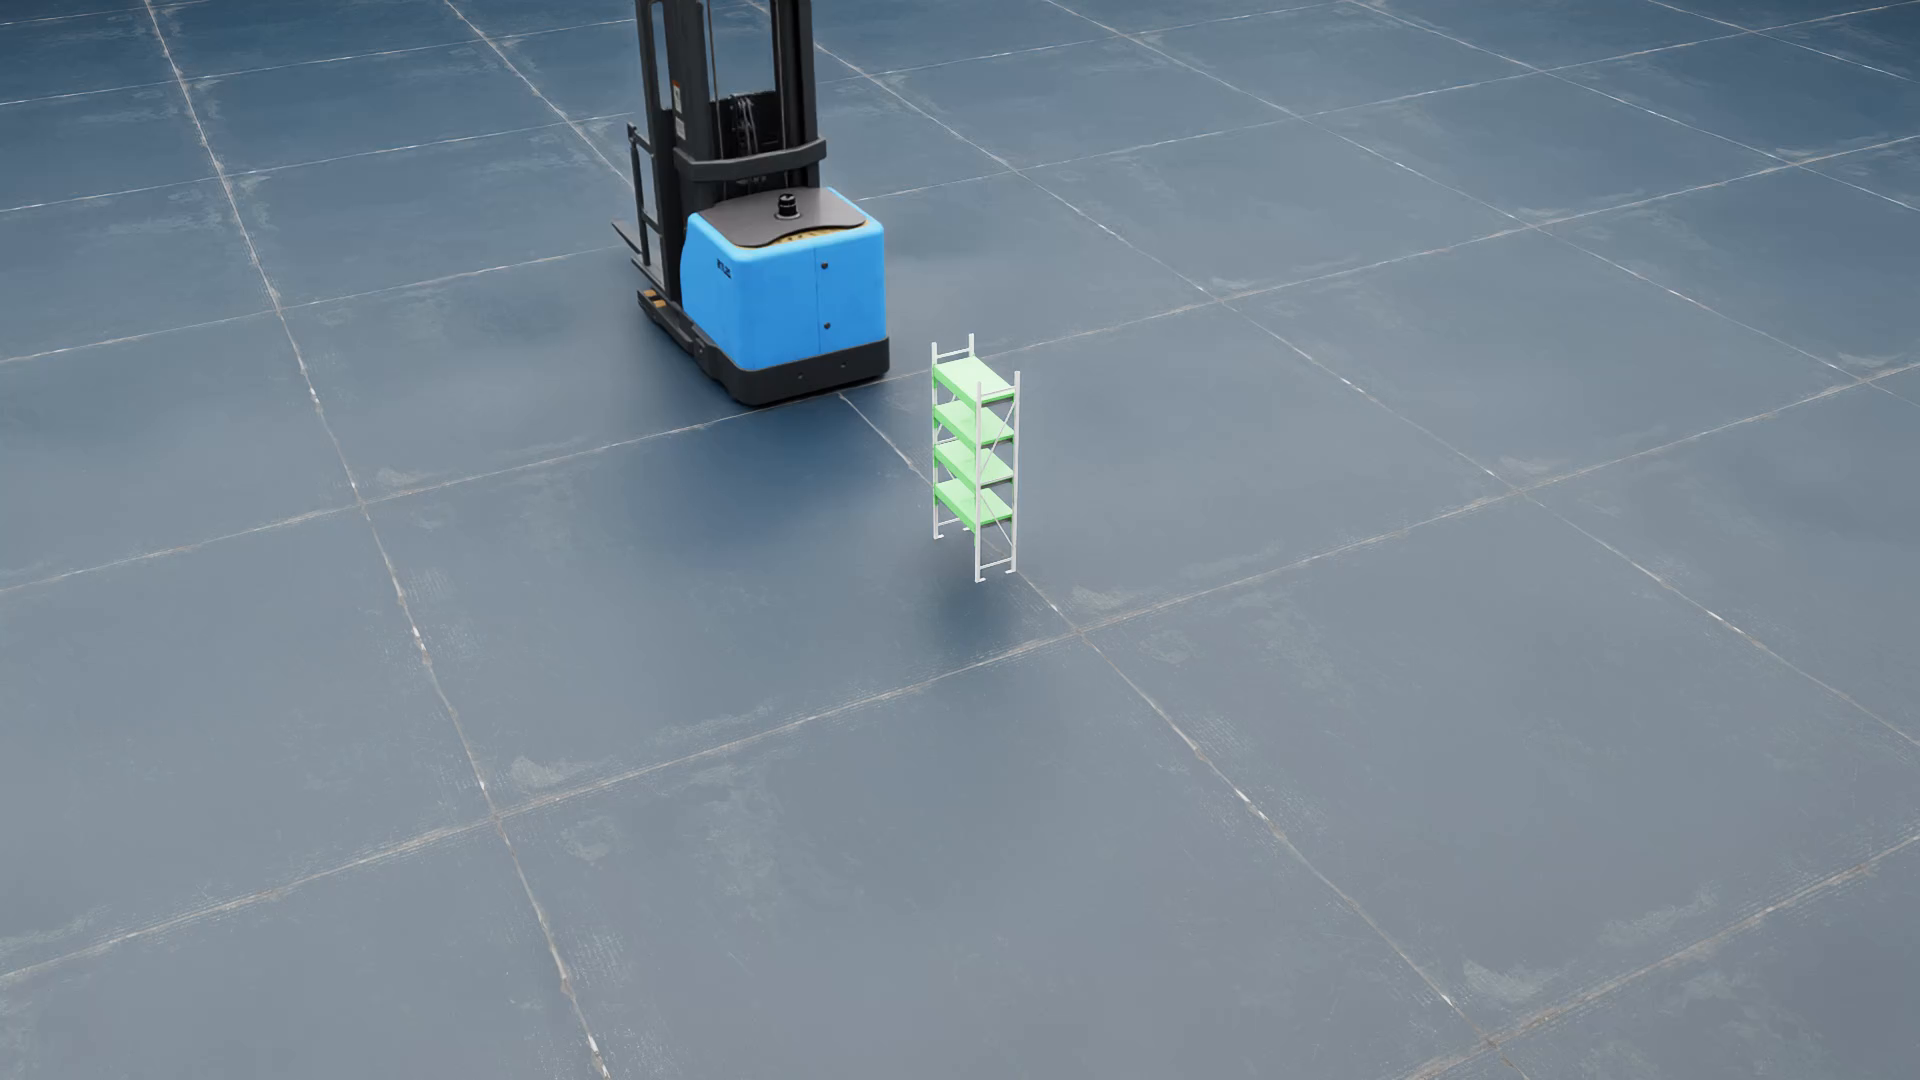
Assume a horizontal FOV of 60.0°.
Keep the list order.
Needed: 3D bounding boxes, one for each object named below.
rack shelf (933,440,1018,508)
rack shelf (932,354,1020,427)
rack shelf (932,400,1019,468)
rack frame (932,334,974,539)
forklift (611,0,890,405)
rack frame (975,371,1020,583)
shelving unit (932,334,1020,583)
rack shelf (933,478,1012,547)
[{"bbox_3d":[0.077,-0.372,8.837,0.258,0.148,0.480,-16,36,-23],"label":"rack shelf"},{"bbox_3d":[0.077,-0.777,8.579,0.258,0.148,0.480,-16,36,-23],"label":"rack shelf"},{"bbox_3d":[0.077,-0.574,8.708,0.258,0.148,0.480,-16,36,-23],"label":"rack shelf"},{"bbox_3d":[-0.037,-0.543,8.985,0.240,1.200,0.015,-16,36,-23],"label":"rack frame"},{"bbox_3d":[-1.617,-2.851,10.983,1.130,2.935,3.031,-17,36,-24],"label":"forklift"},{"bbox_3d":[0.191,-0.310,8.621,0.240,1.200,0.015,-16,36,-23],"label":"rack frame"},{"bbox_3d":[0.077,-0.426,8.803,0.258,1.200,0.503,-16,36,-23],"label":"shelving unit"},{"bbox_3d":[0.077,-0.170,8.967,0.258,0.148,0.480,-16,36,-23],"label":"rack shelf"}]
